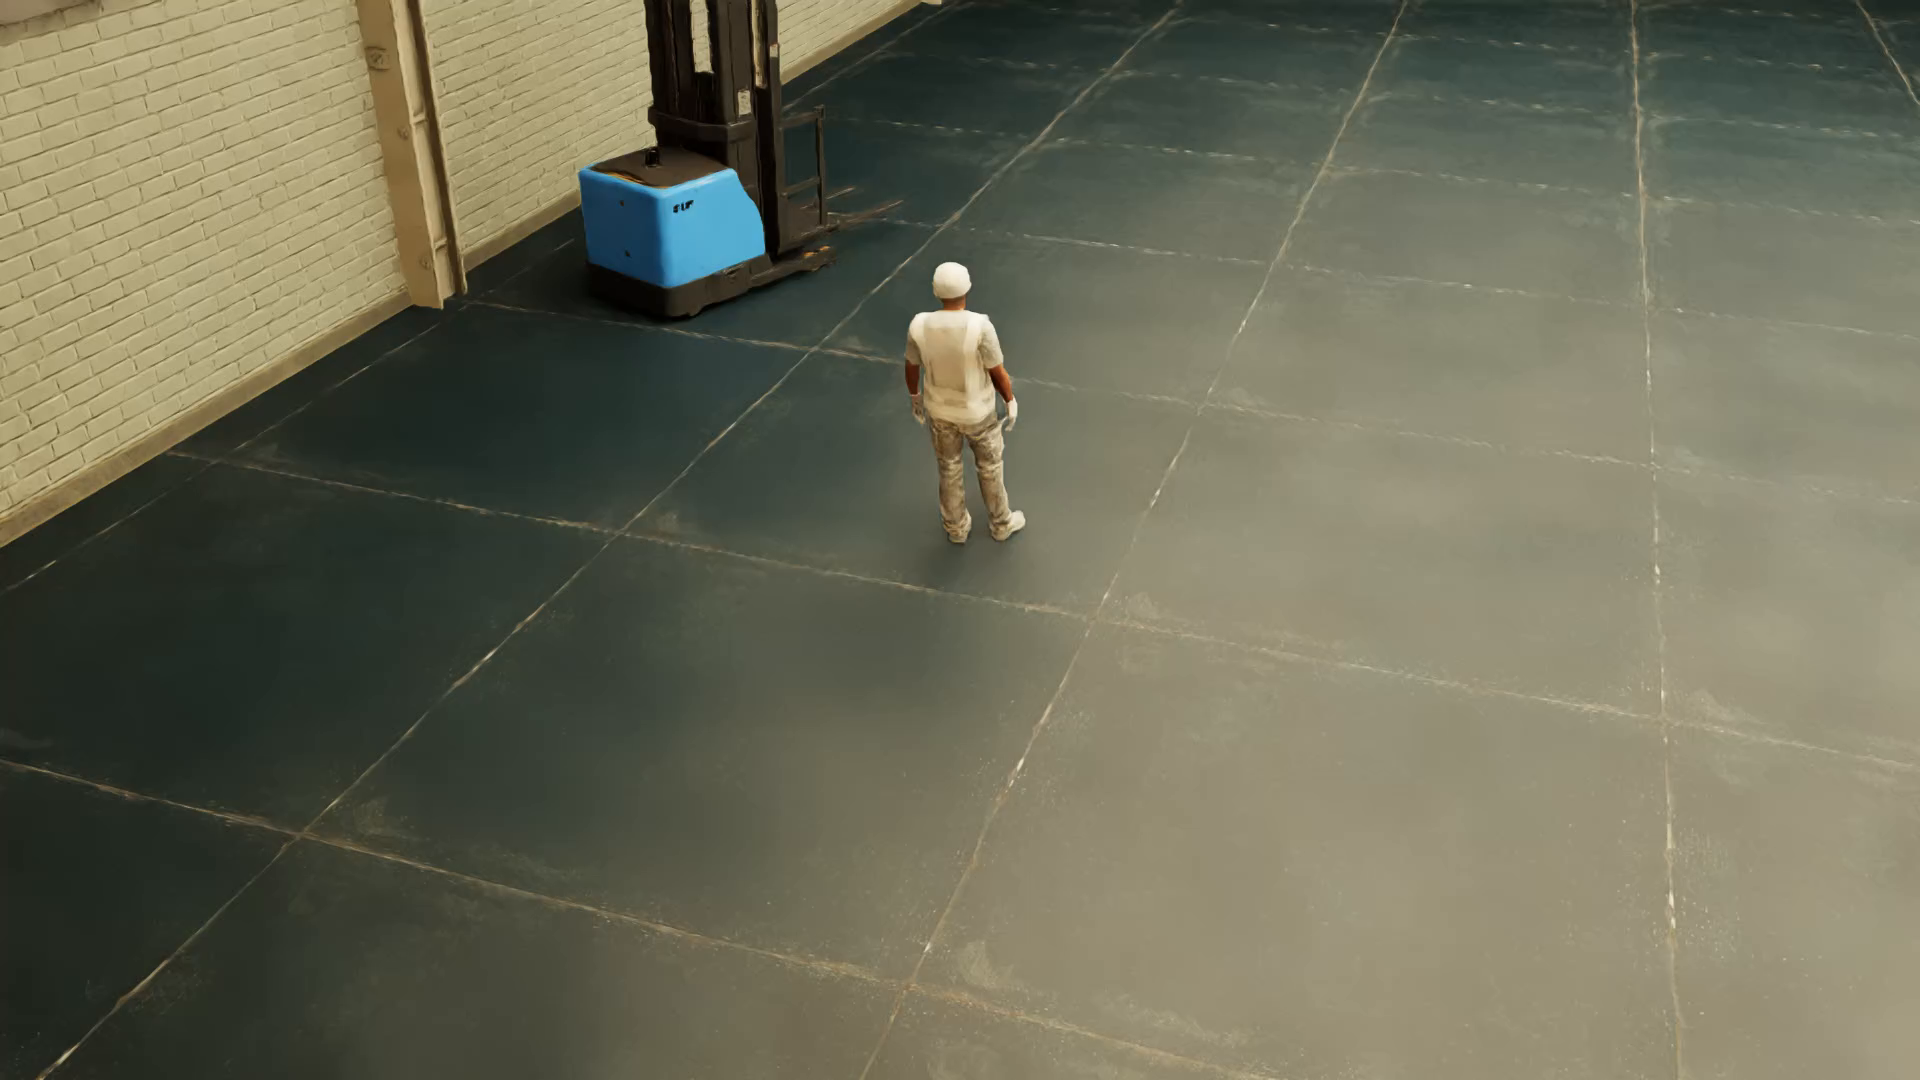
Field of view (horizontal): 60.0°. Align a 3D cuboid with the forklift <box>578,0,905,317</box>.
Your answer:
[{"bbox_3d":[-1.704,-3.683,13.597,1.130,2.935,3.031,22,36,33],"label":"forklift"}]

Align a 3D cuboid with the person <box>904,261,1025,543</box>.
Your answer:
[{"bbox_3d":[0.031,-0.811,9.709,0.655,1.777,0.576,10,31,16],"label":"person"}]
